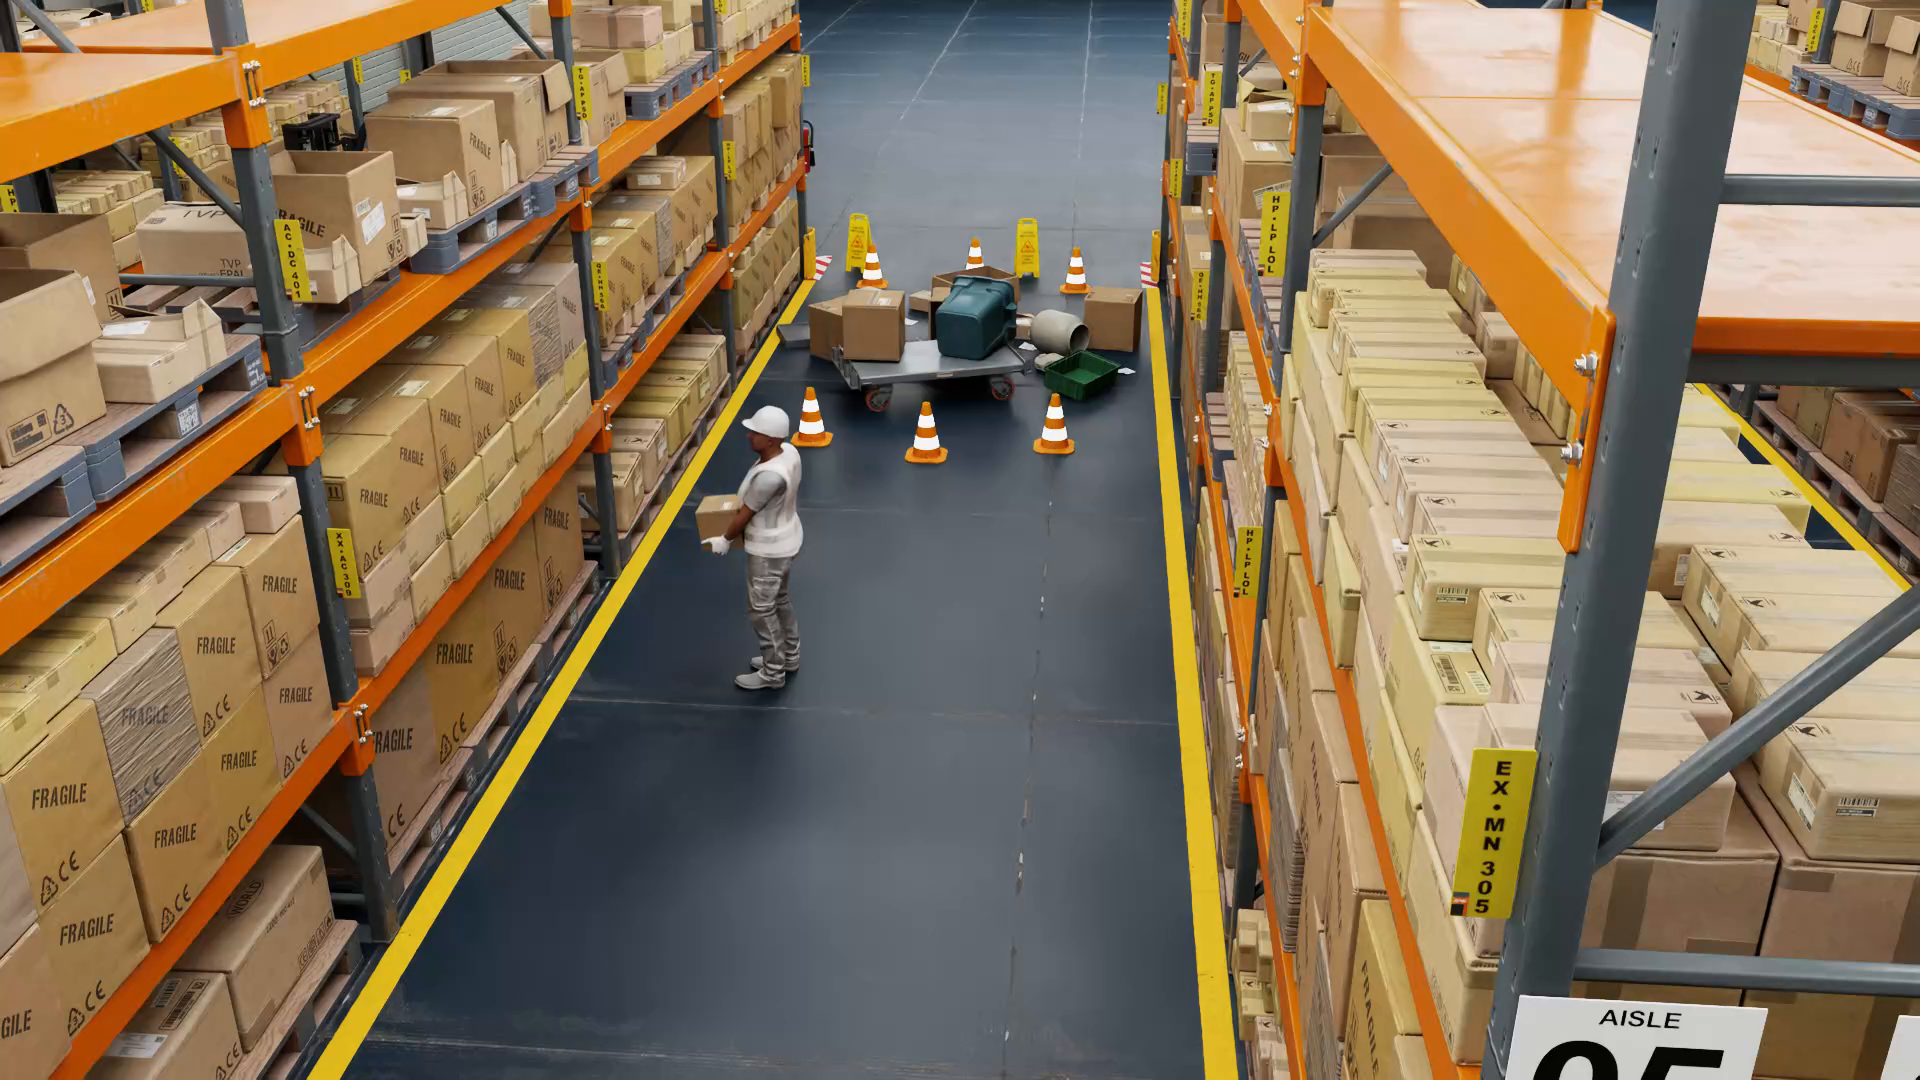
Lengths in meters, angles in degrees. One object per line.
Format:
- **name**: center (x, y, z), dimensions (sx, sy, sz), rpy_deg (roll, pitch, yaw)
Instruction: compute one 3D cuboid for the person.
- **person**: center (-1.228, 0.043, 9.896), dimensions (0.573, 1.781, 0.489), rpy_deg (2, 24, 5)
